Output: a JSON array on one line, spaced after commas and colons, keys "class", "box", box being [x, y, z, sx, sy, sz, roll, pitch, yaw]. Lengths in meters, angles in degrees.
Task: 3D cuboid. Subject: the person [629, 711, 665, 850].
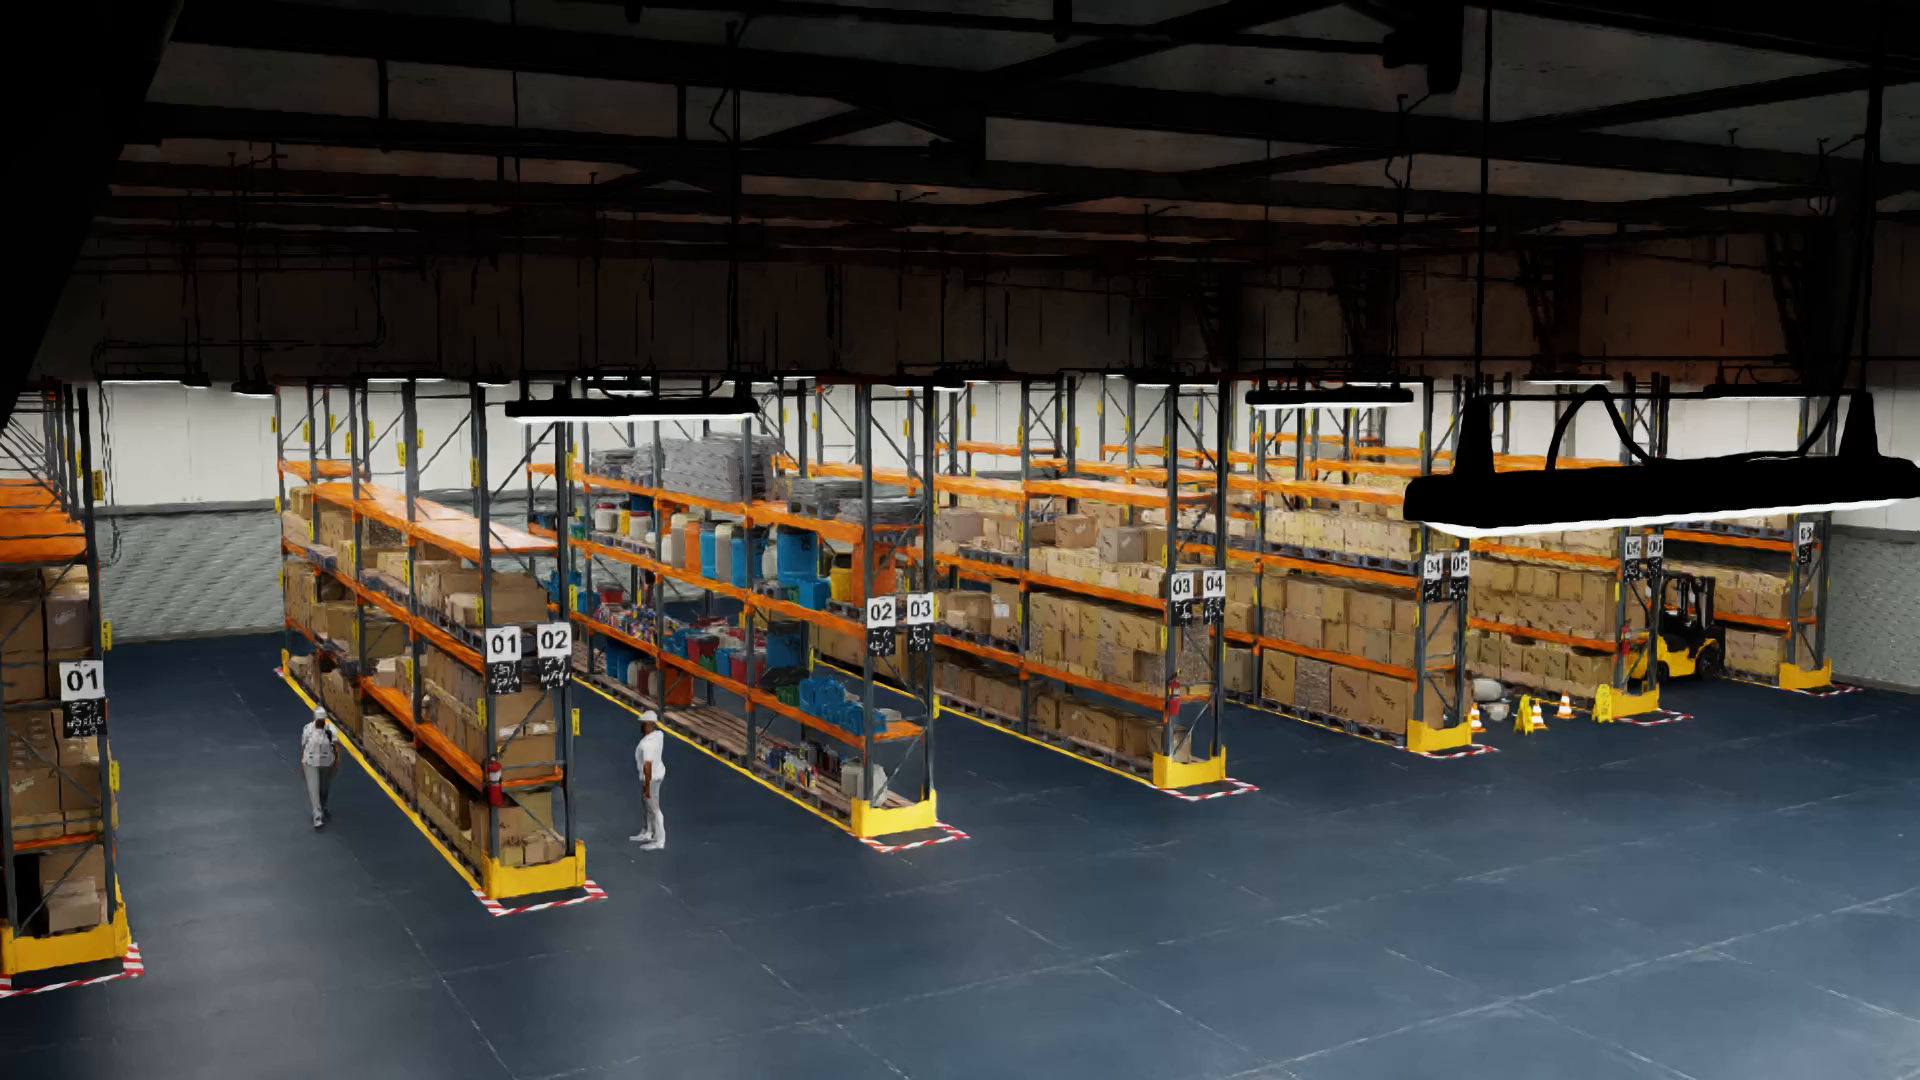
[{"class": "person", "box": [-4.061, 3.085, 21.542, 0.497, 1.765, 0.625, 0, 6, 0]}]

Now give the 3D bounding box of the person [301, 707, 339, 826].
[{"class": "person", "box": [-8.740, 3.046, 22.760, 0.481, 1.579, 1.093, -4, 7, -32]}]

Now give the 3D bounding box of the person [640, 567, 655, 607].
[{"class": "person", "box": [-7.718, 1.058, 40.472, 0.512, 1.713, 0.722, 2, 6, 16]}]

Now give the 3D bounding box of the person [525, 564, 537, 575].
[{"class": "person", "box": [-9.511, 1.403, 36.932, 0.533, 1.758, 0.723, 0, 6, 4]}]
